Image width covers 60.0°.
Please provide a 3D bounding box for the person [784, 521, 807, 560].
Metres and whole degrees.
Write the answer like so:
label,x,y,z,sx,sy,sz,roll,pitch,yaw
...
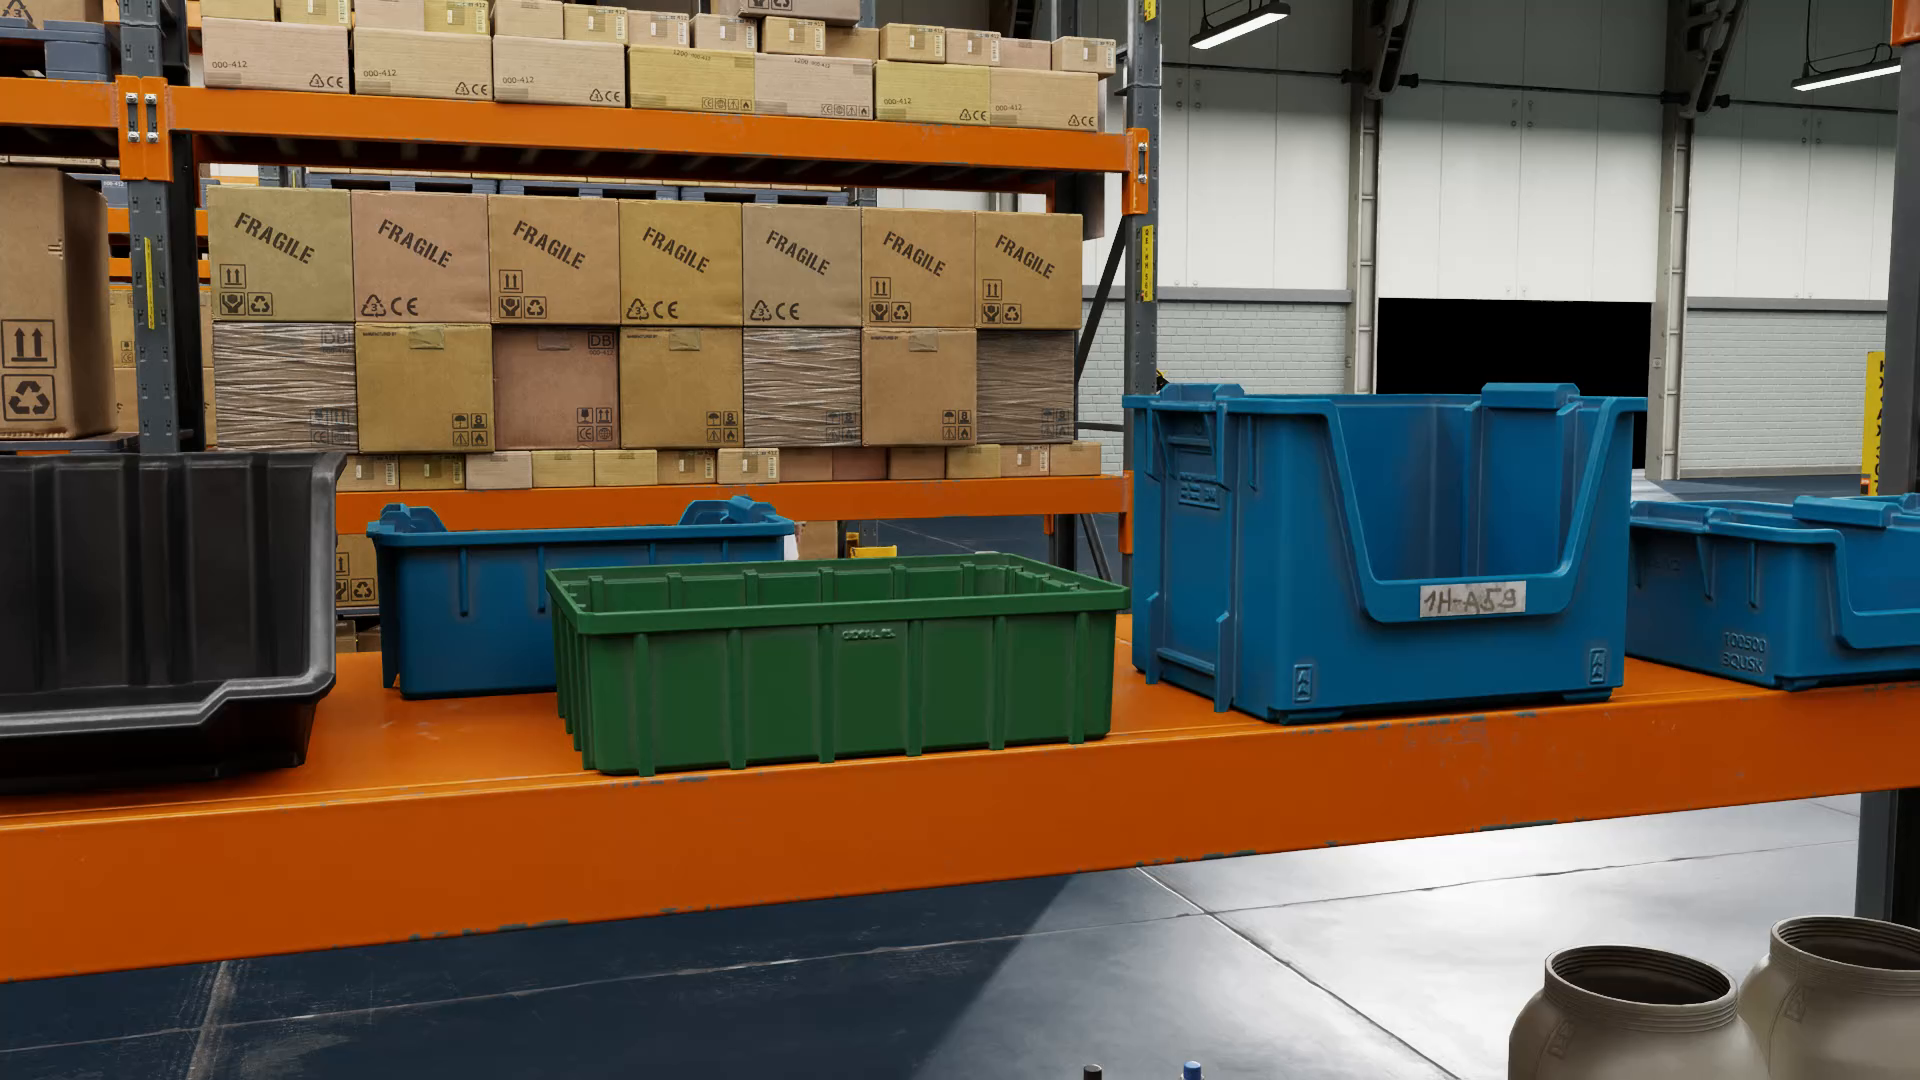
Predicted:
label,x,y,z,sx,sy,sz,roll,pitch,yaw
person,-1.199,-0.084,9.611,0.643,1.774,0.417,-2,6,-18
